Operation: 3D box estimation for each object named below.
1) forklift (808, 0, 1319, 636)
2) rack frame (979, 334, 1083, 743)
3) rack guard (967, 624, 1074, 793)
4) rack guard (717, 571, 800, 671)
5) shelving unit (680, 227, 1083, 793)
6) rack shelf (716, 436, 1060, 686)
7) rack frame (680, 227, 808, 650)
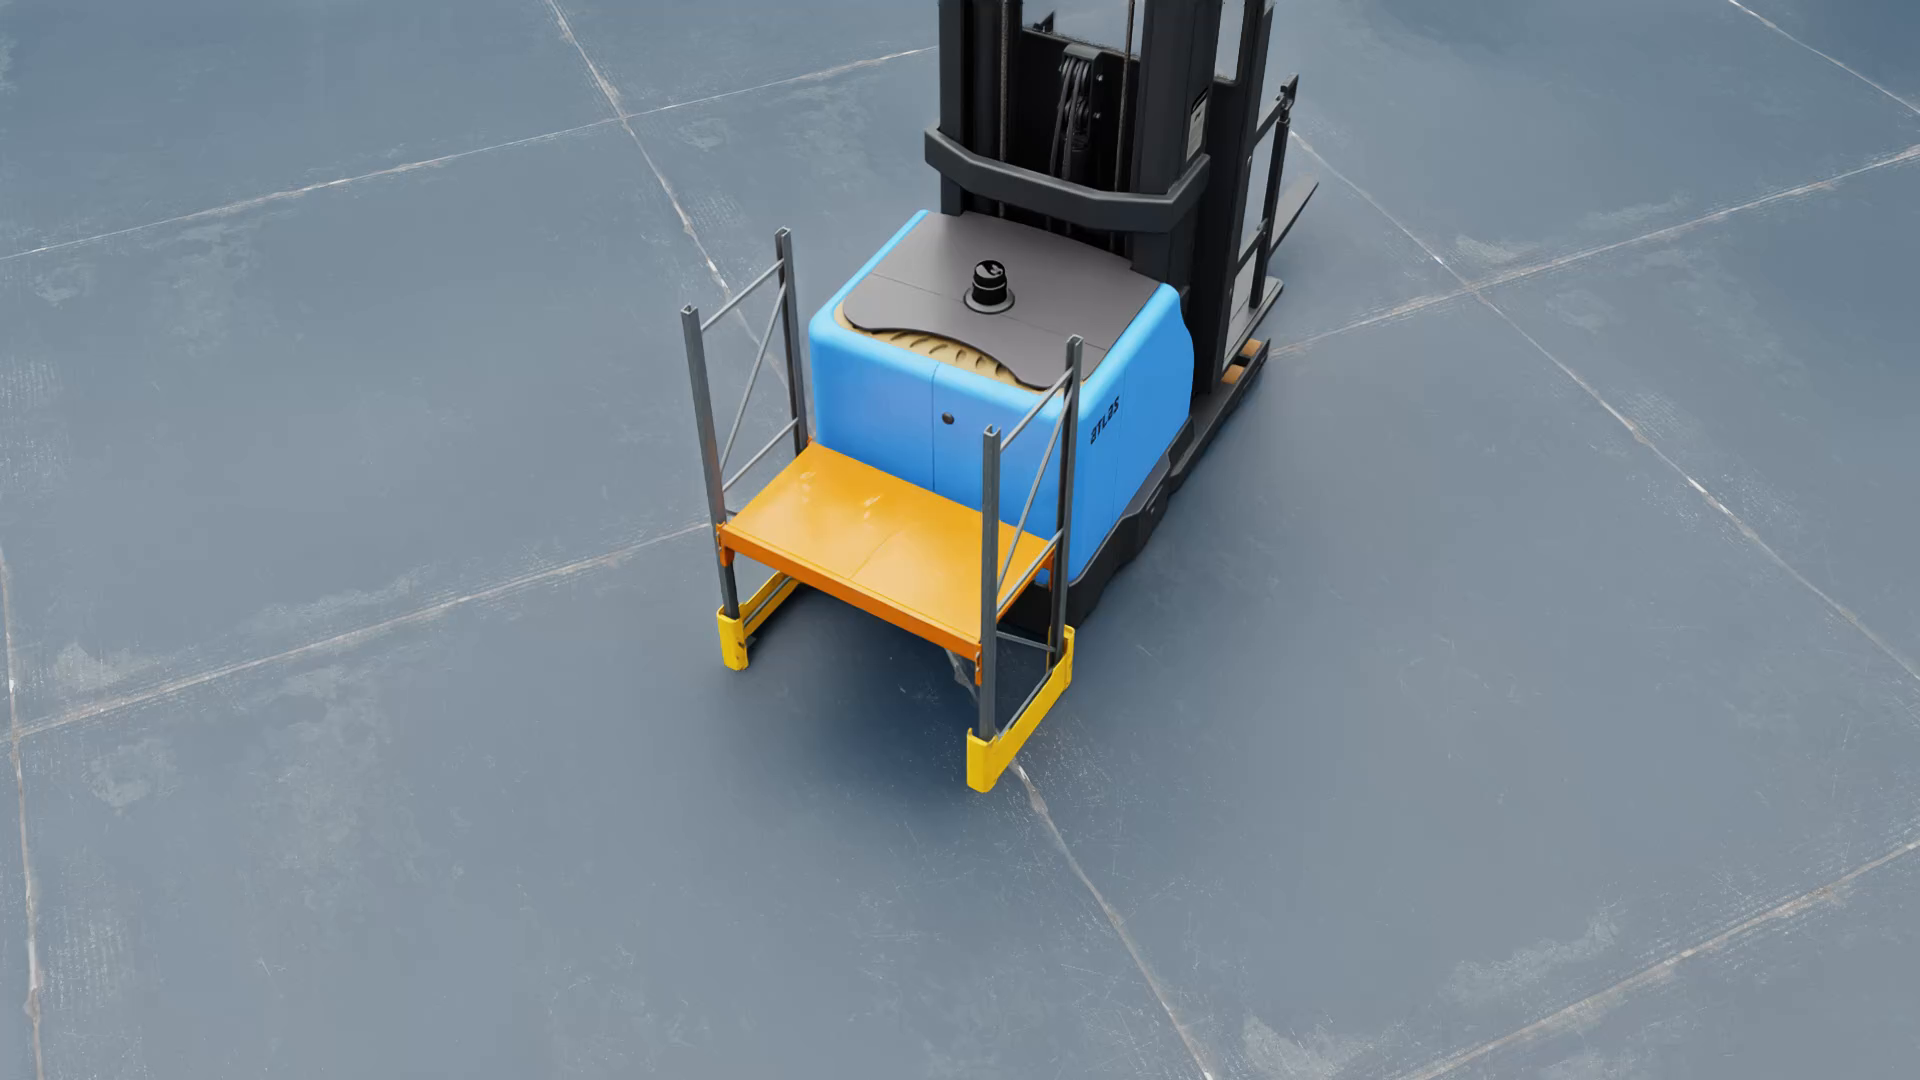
[{"bbox_3d":[0.630,-1.739,5.925,1.130,2.935,3.031,21,48,20],"label":"forklift"},{"bbox_3d":[0.204,0.106,5.075,0.032,1.500,0.500,23,49,22],"label":"rack frame"},{"bbox_3d":[0.203,0.550,5.514,0.087,0.250,0.587,23,49,22],"label":"rack guard"},{"bbox_3d":[-0.644,0.183,5.887,0.087,0.250,0.587,23,49,22],"label":"rack guard"},{"bbox_3d":[-0.220,-0.078,5.262,1.083,1.500,0.587,23,49,22],"label":"shelving unit"},{"bbox_3d":[-0.228,0.046,5.391,1.000,0.185,0.538,23,49,22],"label":"rack shelf"},{"bbox_3d":[-0.661,-0.269,5.455,0.032,1.500,0.500,23,49,22],"label":"rack frame"}]
